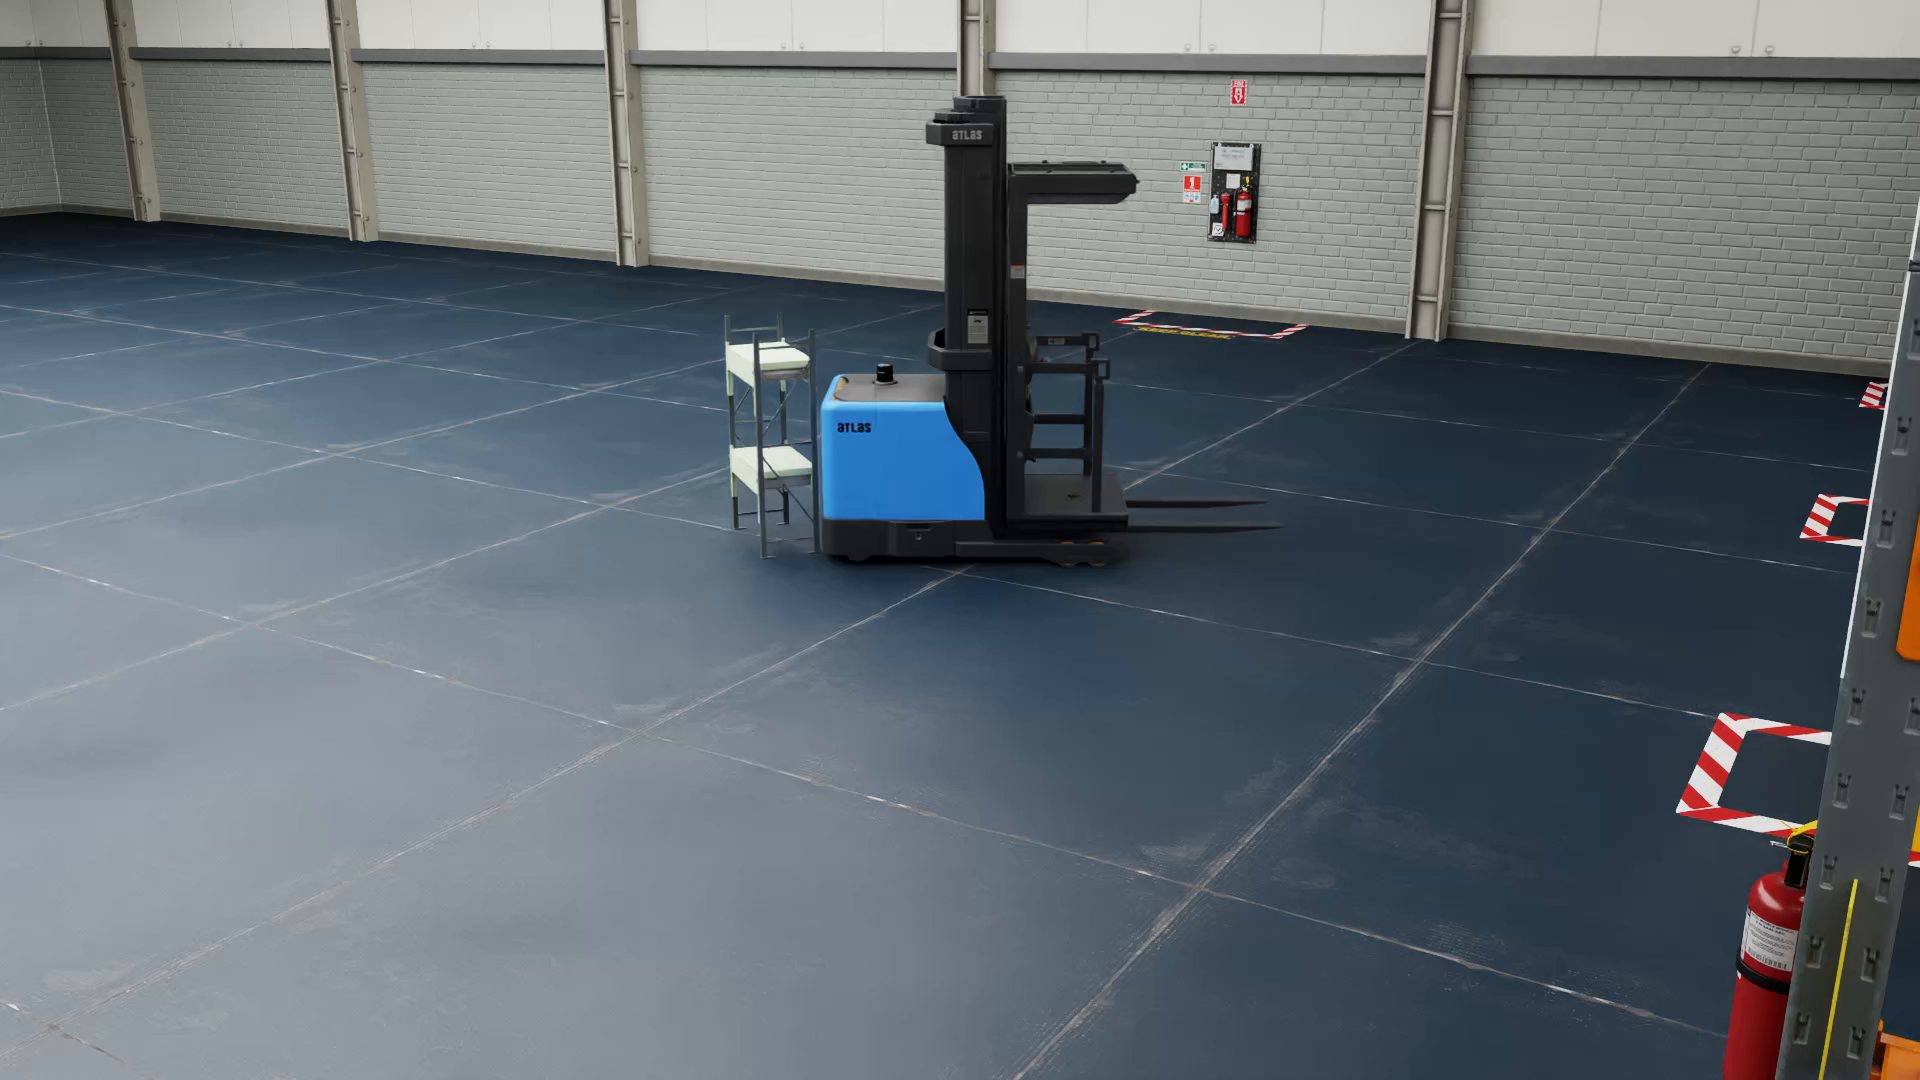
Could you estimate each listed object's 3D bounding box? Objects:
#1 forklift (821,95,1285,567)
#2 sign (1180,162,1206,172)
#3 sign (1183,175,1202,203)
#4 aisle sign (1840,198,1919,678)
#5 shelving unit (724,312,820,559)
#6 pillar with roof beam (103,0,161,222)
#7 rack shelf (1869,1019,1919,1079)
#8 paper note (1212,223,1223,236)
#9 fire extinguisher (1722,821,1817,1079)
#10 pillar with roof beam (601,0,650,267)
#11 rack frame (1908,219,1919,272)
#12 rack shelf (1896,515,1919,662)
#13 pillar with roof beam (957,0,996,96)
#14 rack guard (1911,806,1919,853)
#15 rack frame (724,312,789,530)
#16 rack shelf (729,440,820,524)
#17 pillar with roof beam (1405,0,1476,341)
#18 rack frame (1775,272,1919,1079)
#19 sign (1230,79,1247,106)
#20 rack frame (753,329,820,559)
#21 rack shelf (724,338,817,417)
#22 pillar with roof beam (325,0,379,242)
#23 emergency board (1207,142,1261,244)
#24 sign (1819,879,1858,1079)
[{"bbox_3d":[0.620,-1.381,10.885,3.031,2.935,1.130,0,17,1],"label":"forklift"},{"bbox_3d":[2.815,-4.508,20.088,0.331,0.109,0.001,10,20,30],"label":"sign"},{"bbox_3d":[2.816,-4.257,20.174,0.234,0.329,0.001,10,20,30],"label":"sign"},{"bbox_3d":[1.396,-0.223,2.483,0.004,0.787,0.394,10,20,30],"label":"aisle sign"},{"bbox_3d":[-1.262,-0.714,11.153,0.431,1.500,0.755,-7,18,-21],"label":"shelving unit"},{"bbox_3d":[-17.385,-9.200,26.186,0.400,9.000,9.100,10,20,30],"label":"pillar with roof beam"},{"bbox_3d":[3.310,1.604,2.178,4.000,0.370,1.077,10,20,30],"label":"rack shelf"},{"bbox_3d":[3.118,-3.753,20.091,0.142,0.148,0.016,10,20,30],"label":"paper note"},{"bbox_3d":[1.749,0.861,3.519,0.183,0.674,0.296,10,20,30],"label":"fire extinguisher"},{"bbox_3d":[-7.160,-7.375,20.177,0.400,9.000,9.100,10,20,30],"label":"pillar with roof beam"},{"bbox_3d":[1.605,-1.915,2.203,0.127,3.000,1.000,10,20,30],"label":"rack frame"},{"bbox_3d":[3.310,0.169,1.742,4.000,0.370,1.077,10,20,30],"label":"rack shelf"},{"bbox_3d":[-2.047,-6.462,17.172,0.400,9.000,9.100,10,20,30],"label":"pillar with roof beam"},{"bbox_3d":[4.287,0.925,7.477,0.348,0.500,1.175,10,20,30],"label":"rack guard"},{"bbox_3d":[-1.397,-0.813,11.478,0.400,1.500,0.023,-7,18,-21],"label":"rack frame"},{"bbox_3d":[-1.262,-0.402,11.247,0.431,0.370,0.720,-7,18,-21],"label":"rack shelf"},{"bbox_3d":[3.066,-5.550,14.168,0.400,9.000,9.100,10,20,30],"label":"pillar with roof beam"},{"bbox_3d":[1.605,0.956,3.075,0.127,3.000,1.000,10,20,30],"label":"rack frame"},{"bbox_3d":[3.278,-5.266,19.567,0.199,0.298,0.001,10,20,30],"label":"sign"},{"bbox_3d":[-1.126,-0.616,10.827,0.400,1.500,0.023,-7,18,-21],"label":"rack frame"},{"bbox_3d":[-1.262,-1.088,11.039,0.431,0.370,0.720,-7,18,-21],"label":"rack shelf"},{"bbox_3d":[-12.272,-8.287,23.181,0.400,9.000,9.100,10,20,30],"label":"pillar with roof beam"},{"bbox_3d":[3.233,-4.131,19.818,0.643,1.169,0.194,10,20,30],"label":"emergency board"},{"bbox_3d":[1.322,0.676,2.506,0.005,0.325,0.100,10,20,30],"label":"sign"}]
